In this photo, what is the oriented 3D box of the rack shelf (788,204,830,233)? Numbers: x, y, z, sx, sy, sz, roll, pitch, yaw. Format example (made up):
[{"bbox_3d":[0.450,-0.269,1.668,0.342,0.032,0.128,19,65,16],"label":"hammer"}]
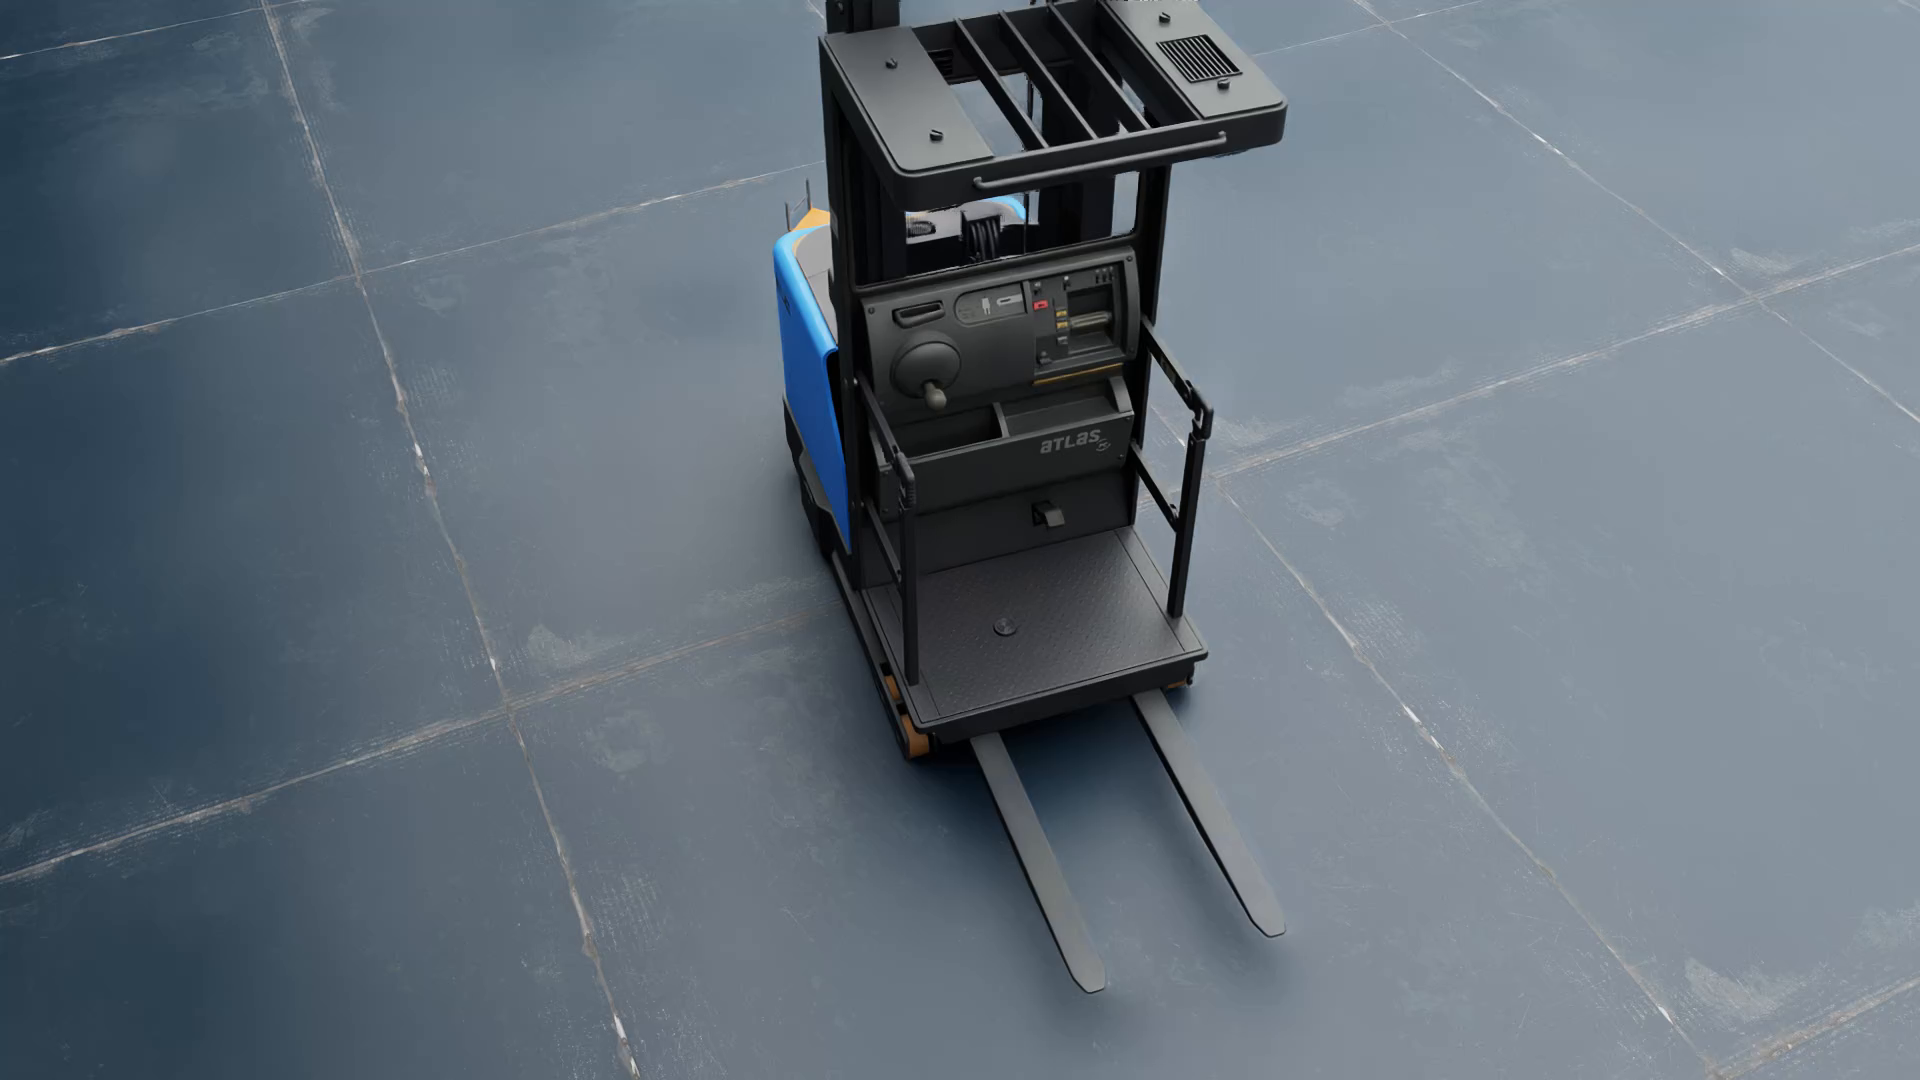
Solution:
[{"bbox_3d":[-0.541,-1.191,6.821,0.240,0.259,0.215,16,47,16],"label":"rack shelf"}]

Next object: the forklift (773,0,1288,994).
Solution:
[{"bbox_3d":[0.216,-0.591,5.263,1.130,2.935,3.031,-13,46,-13],"label":"forklift"}]

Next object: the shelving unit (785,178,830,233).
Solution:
[{"bbox_3d":[-0.541,-0.997,7.013,0.252,1.050,0.215,16,47,16],"label":"shelving unit"}]

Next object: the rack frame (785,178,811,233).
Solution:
[{"bbox_3d":[-0.654,-1.029,7.046,0.008,1.050,0.200,16,47,16],"label":"rack frame"}]
